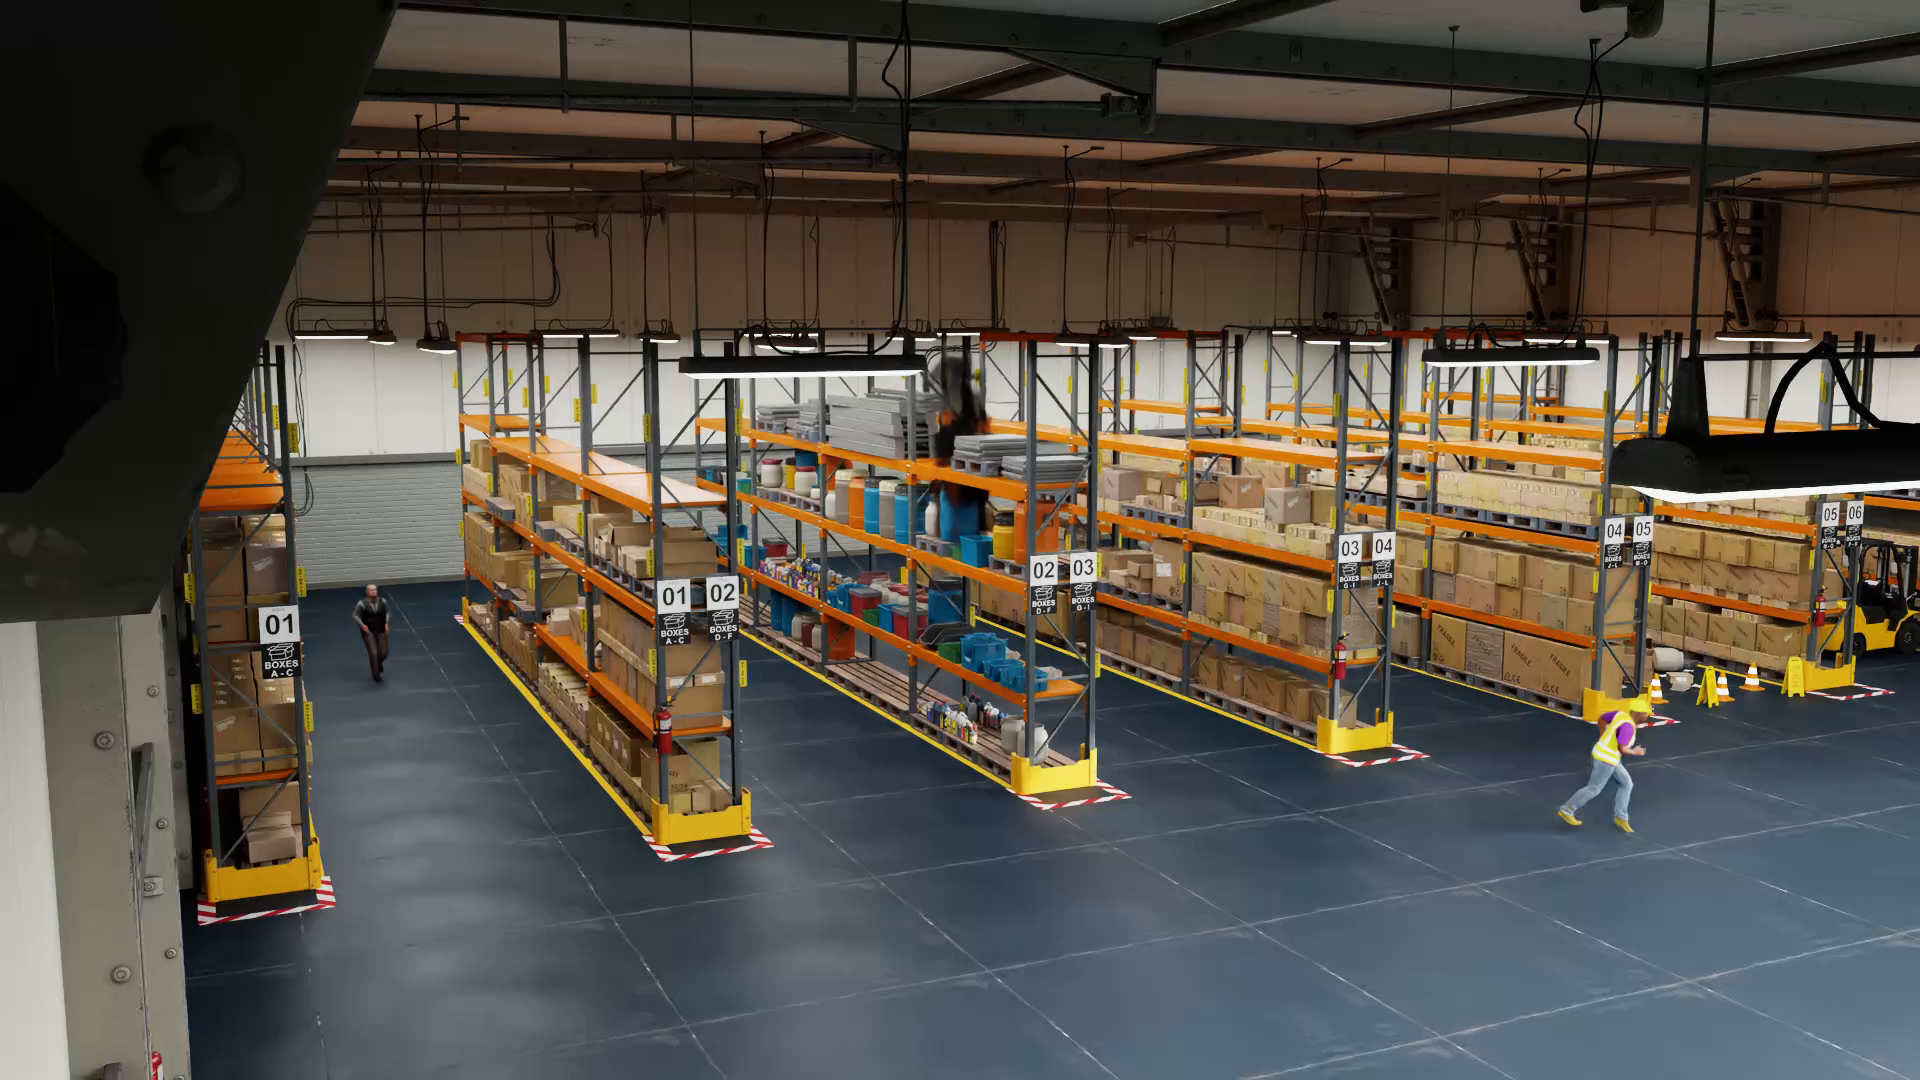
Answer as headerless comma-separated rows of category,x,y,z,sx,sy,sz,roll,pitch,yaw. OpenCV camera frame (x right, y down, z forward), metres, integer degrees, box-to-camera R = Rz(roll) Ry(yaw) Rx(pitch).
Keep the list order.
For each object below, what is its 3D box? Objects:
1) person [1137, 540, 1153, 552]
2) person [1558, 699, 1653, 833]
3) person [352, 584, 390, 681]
person,4.841,-0.247,42.827,0.636,1.626,0.557,-7,10,-42
person,7.939,2.784,20.491,1.040,1.713,0.747,2,8,13
person,-10.233,1.602,28.969,0.668,1.686,0.584,-5,9,-33
